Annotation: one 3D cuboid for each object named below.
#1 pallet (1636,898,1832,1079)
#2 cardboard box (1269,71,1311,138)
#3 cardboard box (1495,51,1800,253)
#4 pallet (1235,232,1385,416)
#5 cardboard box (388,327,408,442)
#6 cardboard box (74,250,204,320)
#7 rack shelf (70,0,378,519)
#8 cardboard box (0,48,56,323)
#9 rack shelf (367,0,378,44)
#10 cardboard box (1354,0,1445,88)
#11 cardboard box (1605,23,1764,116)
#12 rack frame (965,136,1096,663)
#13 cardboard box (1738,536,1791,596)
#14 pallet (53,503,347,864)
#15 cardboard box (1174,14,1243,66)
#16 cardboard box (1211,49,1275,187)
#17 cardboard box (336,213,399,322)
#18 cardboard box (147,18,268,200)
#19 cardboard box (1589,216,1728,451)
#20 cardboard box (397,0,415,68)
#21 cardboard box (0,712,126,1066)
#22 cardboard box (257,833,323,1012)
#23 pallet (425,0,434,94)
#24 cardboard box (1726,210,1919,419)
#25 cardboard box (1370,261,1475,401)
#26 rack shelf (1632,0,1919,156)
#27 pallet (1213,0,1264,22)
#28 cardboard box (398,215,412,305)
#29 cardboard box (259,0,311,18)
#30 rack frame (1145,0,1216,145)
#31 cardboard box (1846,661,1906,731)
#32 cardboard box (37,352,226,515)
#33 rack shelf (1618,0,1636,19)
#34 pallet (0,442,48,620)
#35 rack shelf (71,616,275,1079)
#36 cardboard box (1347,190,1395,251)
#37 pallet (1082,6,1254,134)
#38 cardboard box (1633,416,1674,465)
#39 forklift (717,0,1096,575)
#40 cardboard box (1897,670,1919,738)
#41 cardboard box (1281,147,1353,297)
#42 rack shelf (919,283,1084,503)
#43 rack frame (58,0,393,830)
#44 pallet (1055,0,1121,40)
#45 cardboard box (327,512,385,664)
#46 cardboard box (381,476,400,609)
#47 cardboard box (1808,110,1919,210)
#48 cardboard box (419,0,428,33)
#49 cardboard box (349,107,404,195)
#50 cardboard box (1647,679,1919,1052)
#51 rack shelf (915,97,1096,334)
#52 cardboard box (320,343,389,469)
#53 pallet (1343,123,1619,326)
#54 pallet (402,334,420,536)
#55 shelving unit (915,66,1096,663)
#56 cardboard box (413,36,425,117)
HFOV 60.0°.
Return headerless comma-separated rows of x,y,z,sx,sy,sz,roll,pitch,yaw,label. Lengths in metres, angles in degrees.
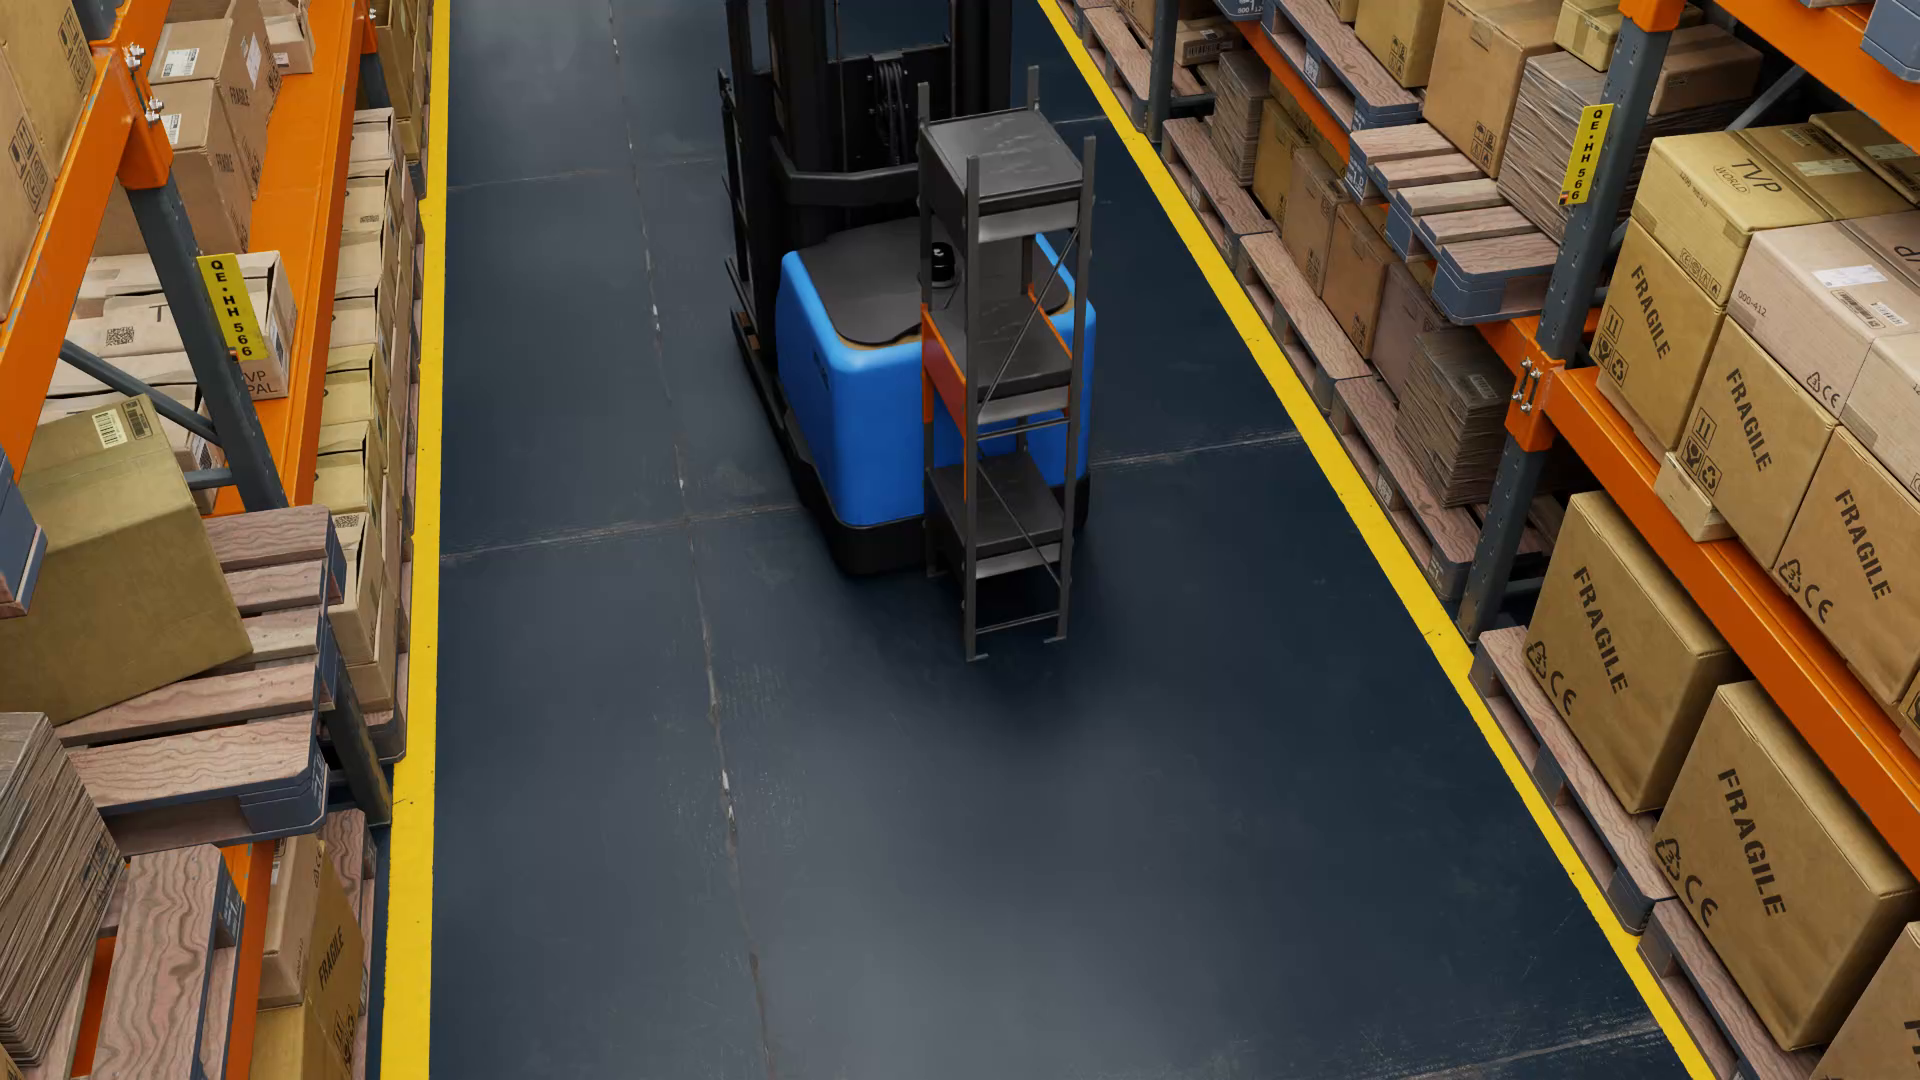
2.757,1.523,4.875,1.003,0.211,1.213,-8,42,-9,pallet
1.811,-2.174,7.926,0.500,0.250,0.500,-9,42,-10,cardboard box
2.290,-1.336,5.589,0.700,0.500,0.500,-13,43,-14,cardboard box
1.974,-1.084,7.812,1.003,0.211,1.213,-8,42,-9,pallet
-2.599,-0.623,6.947,0.500,0.250,0.500,-8,42,-8,cardboard box
-2.765,-0.843,5.629,0.380,0.149,0.250,-5,42,-6,cardboard box
-2.867,-1.146,6.323,1.077,0.370,4.000,-8,42,-9,rack shelf
-2.198,-0.669,2.909,0.910,0.500,0.500,-8,42,-9,cardboard box
-3.730,-3.739,9.244,1.077,0.370,4.000,-8,42,-9,rack shelf
1.999,-2.140,6.495,0.700,0.500,0.500,-8,42,-9,cardboard box
2.297,-1.494,5.279,0.380,0.149,0.250,-14,43,-15,cardboard box
0.212,-0.370,5.585,0.400,2.100,0.015,-12,43,-14,rack frame
2.441,-0.003,4.668,0.380,0.149,0.250,-9,42,-10,cardboard box
-2.220,0.383,4.204,1.213,0.211,1.003,-8,42,-9,pallet
1.393,-2.871,9.527,0.380,0.166,0.250,-14,43,-15,cardboard box
1.713,-2.178,8.496,0.700,0.500,0.500,-7,42,-8,cardboard box
-2.707,-1.168,7.139,0.500,0.311,0.500,-8,42,-9,cardboard box
-2.927,-1.582,6.198,0.500,0.500,0.500,-8,42,-9,cardboard box
2.256,-0.635,4.892,0.500,0.500,0.500,-7,42,-8,cardboard box
-3.209,-2.789,8.822,0.500,0.500,0.500,-8,42,-9,cardboard box
-2.178,0.699,3.311,0.700,0.500,0.500,-1,42,-1,cardboard box
-1.988,0.980,4.373,0.500,0.250,0.500,-7,42,-8,cardboard box
-3.696,-2.982,9.951,1.003,0.211,1.213,-8,42,-9,pallet
2.364,-0.588,4.273,0.500,0.250,0.500,-9,42,-10,cardboard box
2.197,-0.870,7.022,0.700,0.500,0.500,-8,42,-9,cardboard box
2.833,-0.387,3.209,1.077,0.370,4.000,-8,42,-9,rack shelf
1.560,-2.835,7.829,1.003,0.211,1.213,-8,42,-9,pallet
-2.819,-1.285,7.692,0.500,0.250,0.500,-9,42,-10,cardboard box
-3.150,-2.342,7.242,0.500,0.250,0.500,-6,42,-7,cardboard box
1.538,-3.423,8.347,1.000,3.000,0.127,-8,42,-9,rack frame
2.551,0.332,4.290,0.380,0.149,0.250,-8,42,-9,cardboard box
-2.471,-0.327,4.926,0.500,0.311,0.500,-6,42,-7,cardboard box
1.969,-2.980,6.130,1.077,0.370,4.000,-8,42,-9,rack shelf
-1.871,0.318,2.014,1.213,0.211,1.003,-8,42,-9,pallet
-2.004,1.447,3.402,1.077,0.370,4.000,-8,42,-9,rack shelf
2.017,-1.511,7.180,0.500,0.250,0.500,-9,42,-9,cardboard box
1.358,-2.811,9.758,1.003,0.211,1.213,-8,42,-9,pallet
2.292,-0.333,5.040,0.380,0.149,0.250,-8,42,-9,cardboard box
-0.426,-1.951,6.740,1.130,2.935,3.031,-12,43,-14,forklift
2.586,0.364,3.766,0.500,0.500,0.500,-7,42,-8,cardboard box
1.944,-1.514,7.748,0.700,0.500,0.500,-8,42,-9,cardboard box
0.135,-0.513,5.767,0.431,0.518,0.480,-12,43,-14,rack shelf
-2.435,-0.118,4.624,1.000,3.000,0.127,-8,42,-9,rack frame
1.091,-3.603,10.650,1.003,0.211,1.213,-8,42,-9,pallet
-2.261,0.162,5.641,0.500,0.311,0.500,-7,42,-8,cardboard box
-2.371,0.046,6.194,0.500,0.250,0.500,-9,42,-10,cardboard box
2.752,-1.010,4.749,0.500,0.250,0.500,-7,42,-8,cardboard box
-3.422,-3.157,9.802,0.500,0.250,0.500,-8,42,-9,cardboard box
-2.931,-1.828,7.883,0.500,0.311,0.500,-8,42,-9,cardboard box
2.614,0.880,4.802,0.750,0.750,0.750,-9,42,-9,cardboard box
0.135,-1.037,5.302,0.431,0.518,0.480,-12,43,-14,rack shelf
-2.491,-0.509,6.396,0.500,0.311,0.500,-9,42,-10,cardboard box
2.143,-1.206,5.993,1.213,0.211,1.003,-8,42,-9,pallet
-2.835,-0.404,7.046,1.003,0.211,1.213,-8,42,-9,pallet
0.135,-0.523,5.758,0.431,2.100,0.503,-12,43,-14,shelving unit
-3.206,-2.509,9.072,0.500,0.250,0.500,-8,42,-9,cardboard box
